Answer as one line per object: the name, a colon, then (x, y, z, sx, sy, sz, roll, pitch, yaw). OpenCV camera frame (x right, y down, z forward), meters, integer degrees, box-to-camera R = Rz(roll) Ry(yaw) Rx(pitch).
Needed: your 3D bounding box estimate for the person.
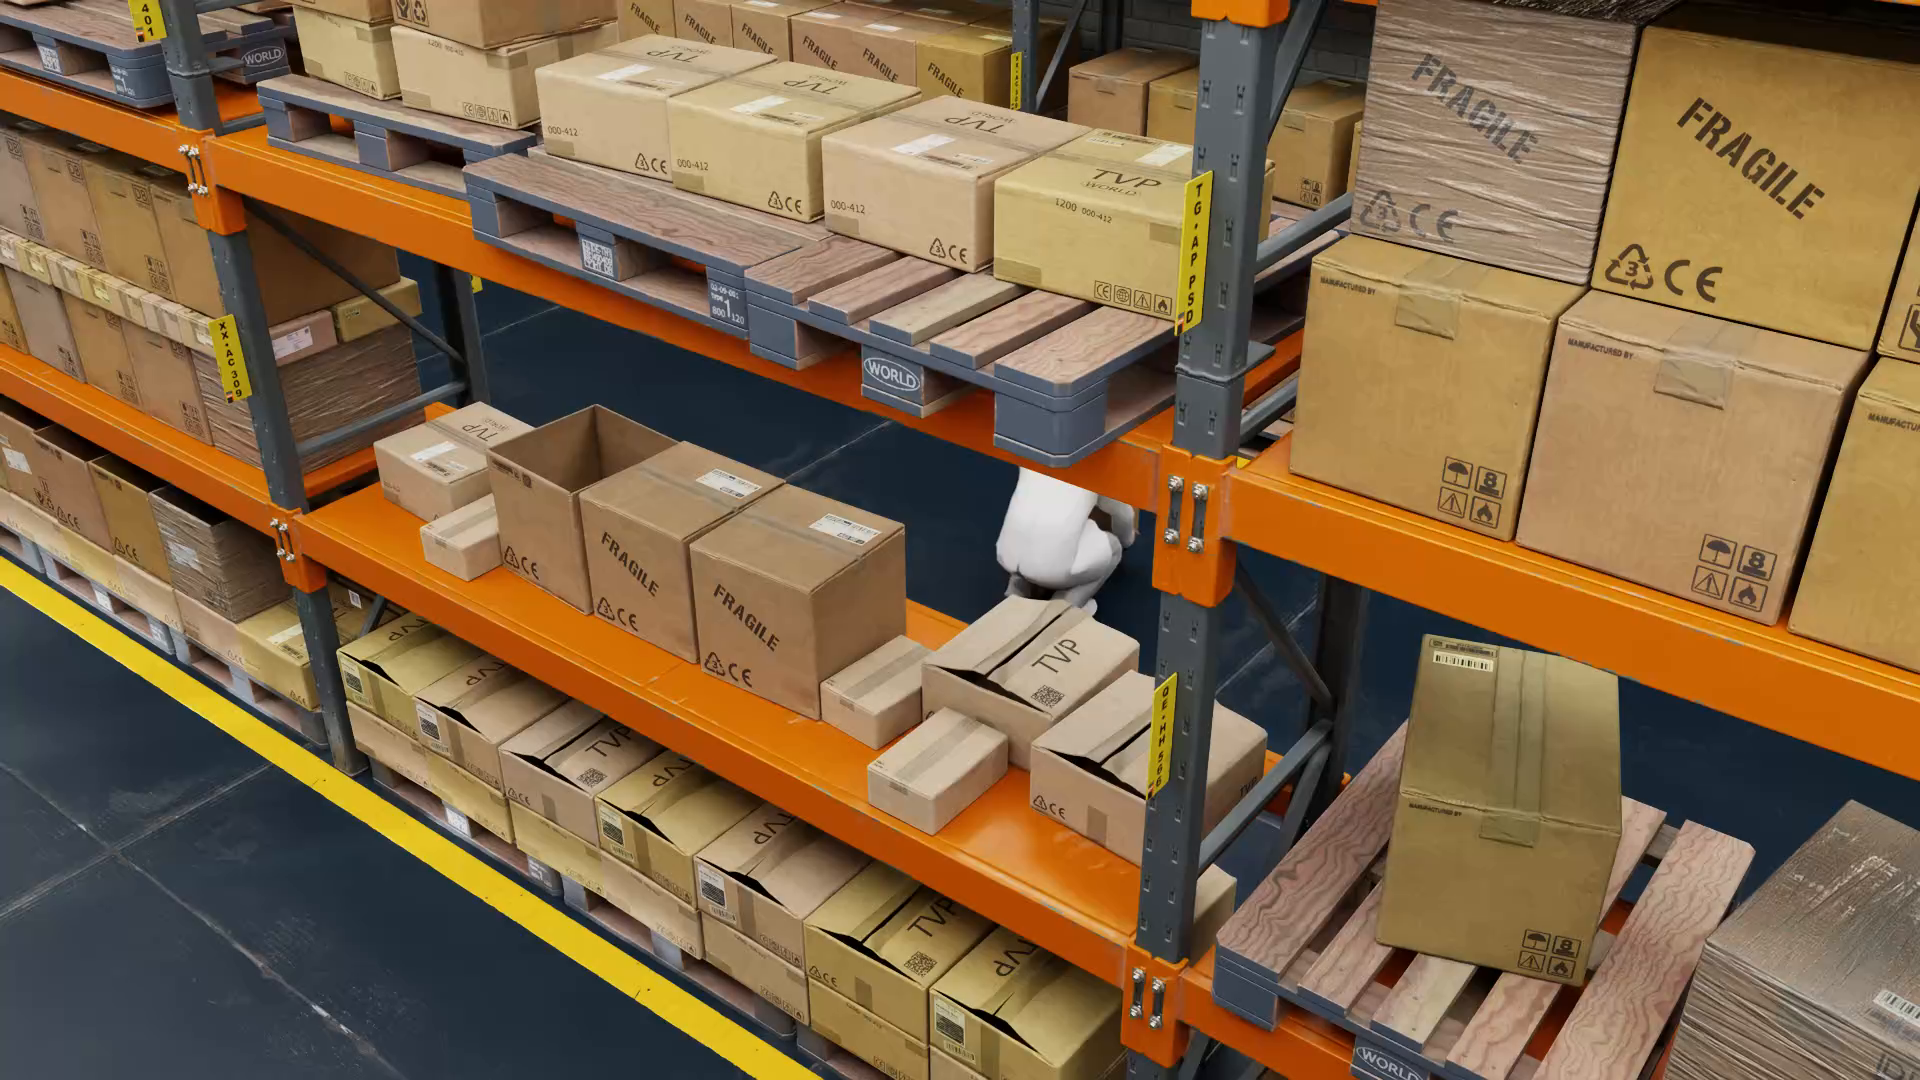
person: (0.525, -0.077, 8.170, 0.597, 0.878, 0.900, 21, 36, 31)
